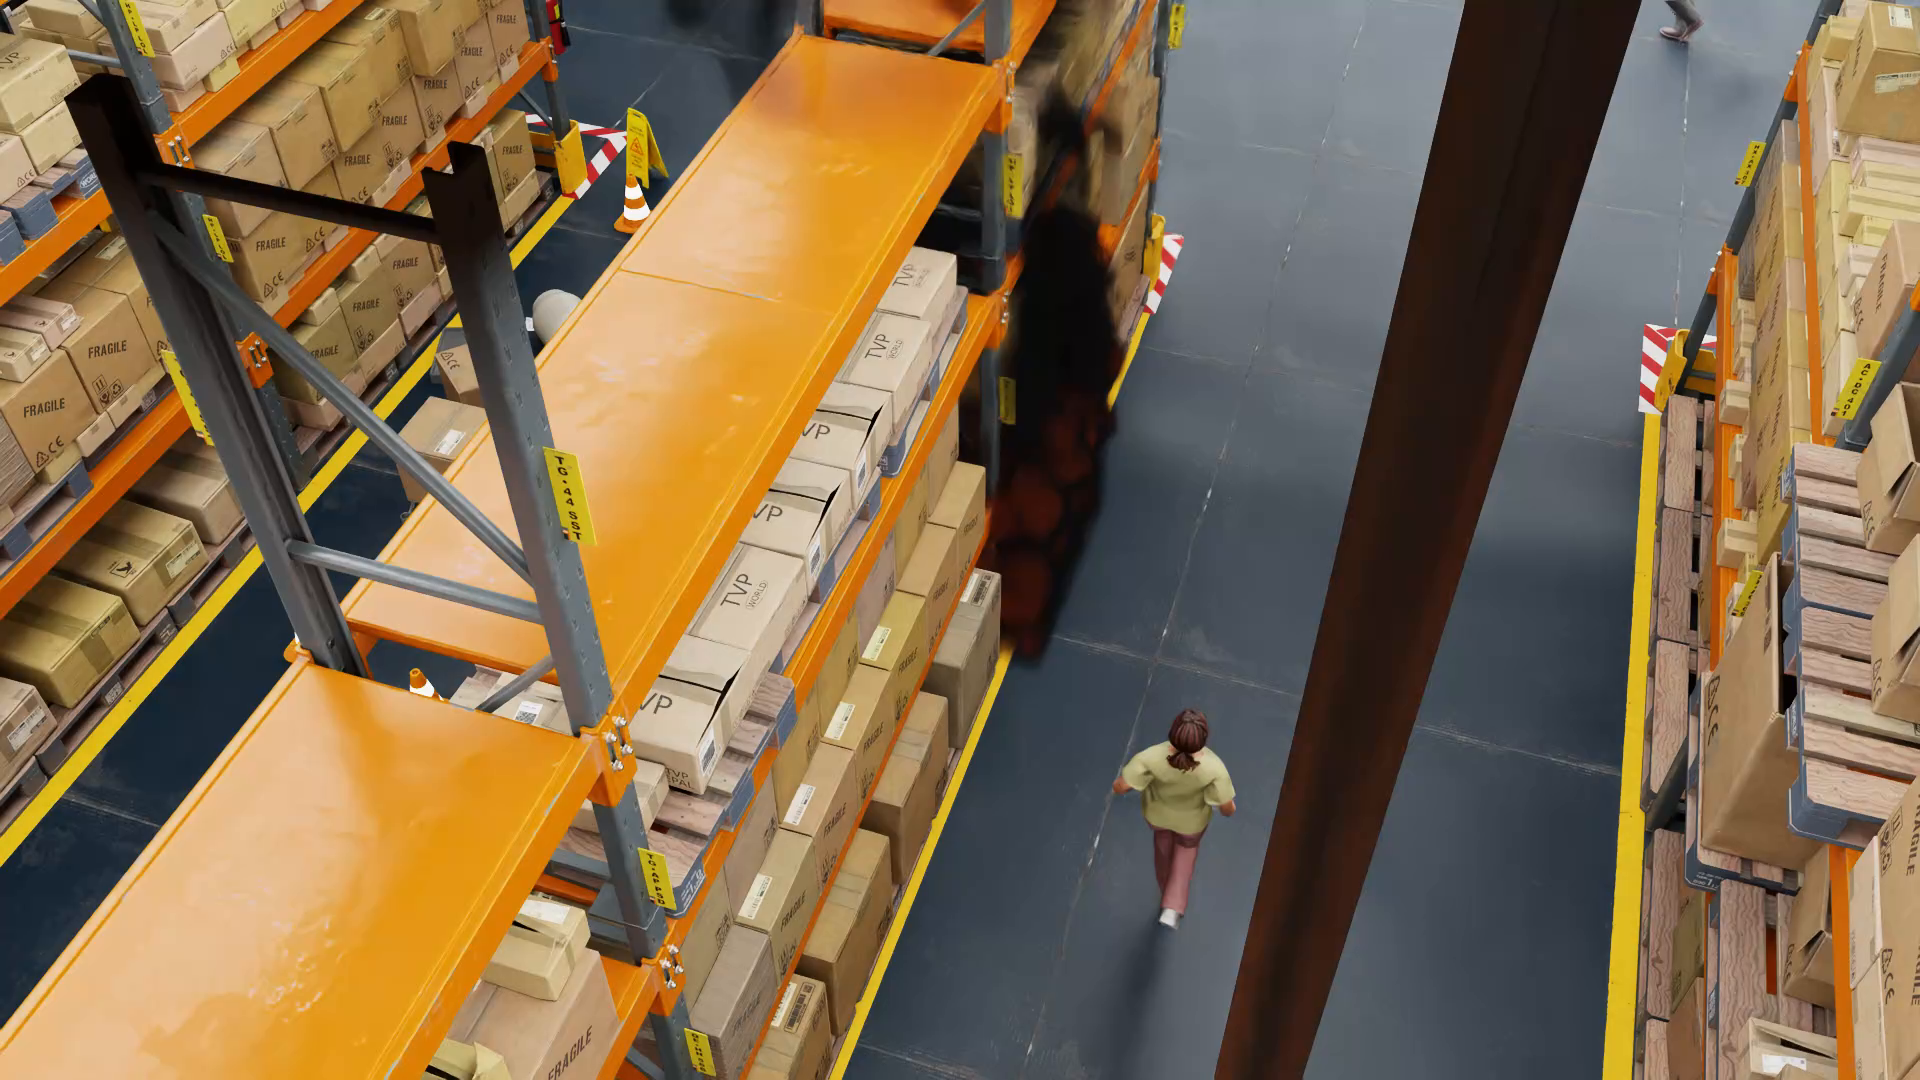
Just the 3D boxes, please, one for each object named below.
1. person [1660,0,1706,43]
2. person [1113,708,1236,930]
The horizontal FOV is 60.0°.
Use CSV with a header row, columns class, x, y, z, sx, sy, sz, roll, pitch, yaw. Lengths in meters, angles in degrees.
class,x,y,z,sx,sy,sz,roll,pitch,yaw
person,6.767,-5.338,15.223,0.571,1.607,0.573,-34,55,-29
person,1.053,1.377,8.254,0.595,1.627,0.699,11,47,11
